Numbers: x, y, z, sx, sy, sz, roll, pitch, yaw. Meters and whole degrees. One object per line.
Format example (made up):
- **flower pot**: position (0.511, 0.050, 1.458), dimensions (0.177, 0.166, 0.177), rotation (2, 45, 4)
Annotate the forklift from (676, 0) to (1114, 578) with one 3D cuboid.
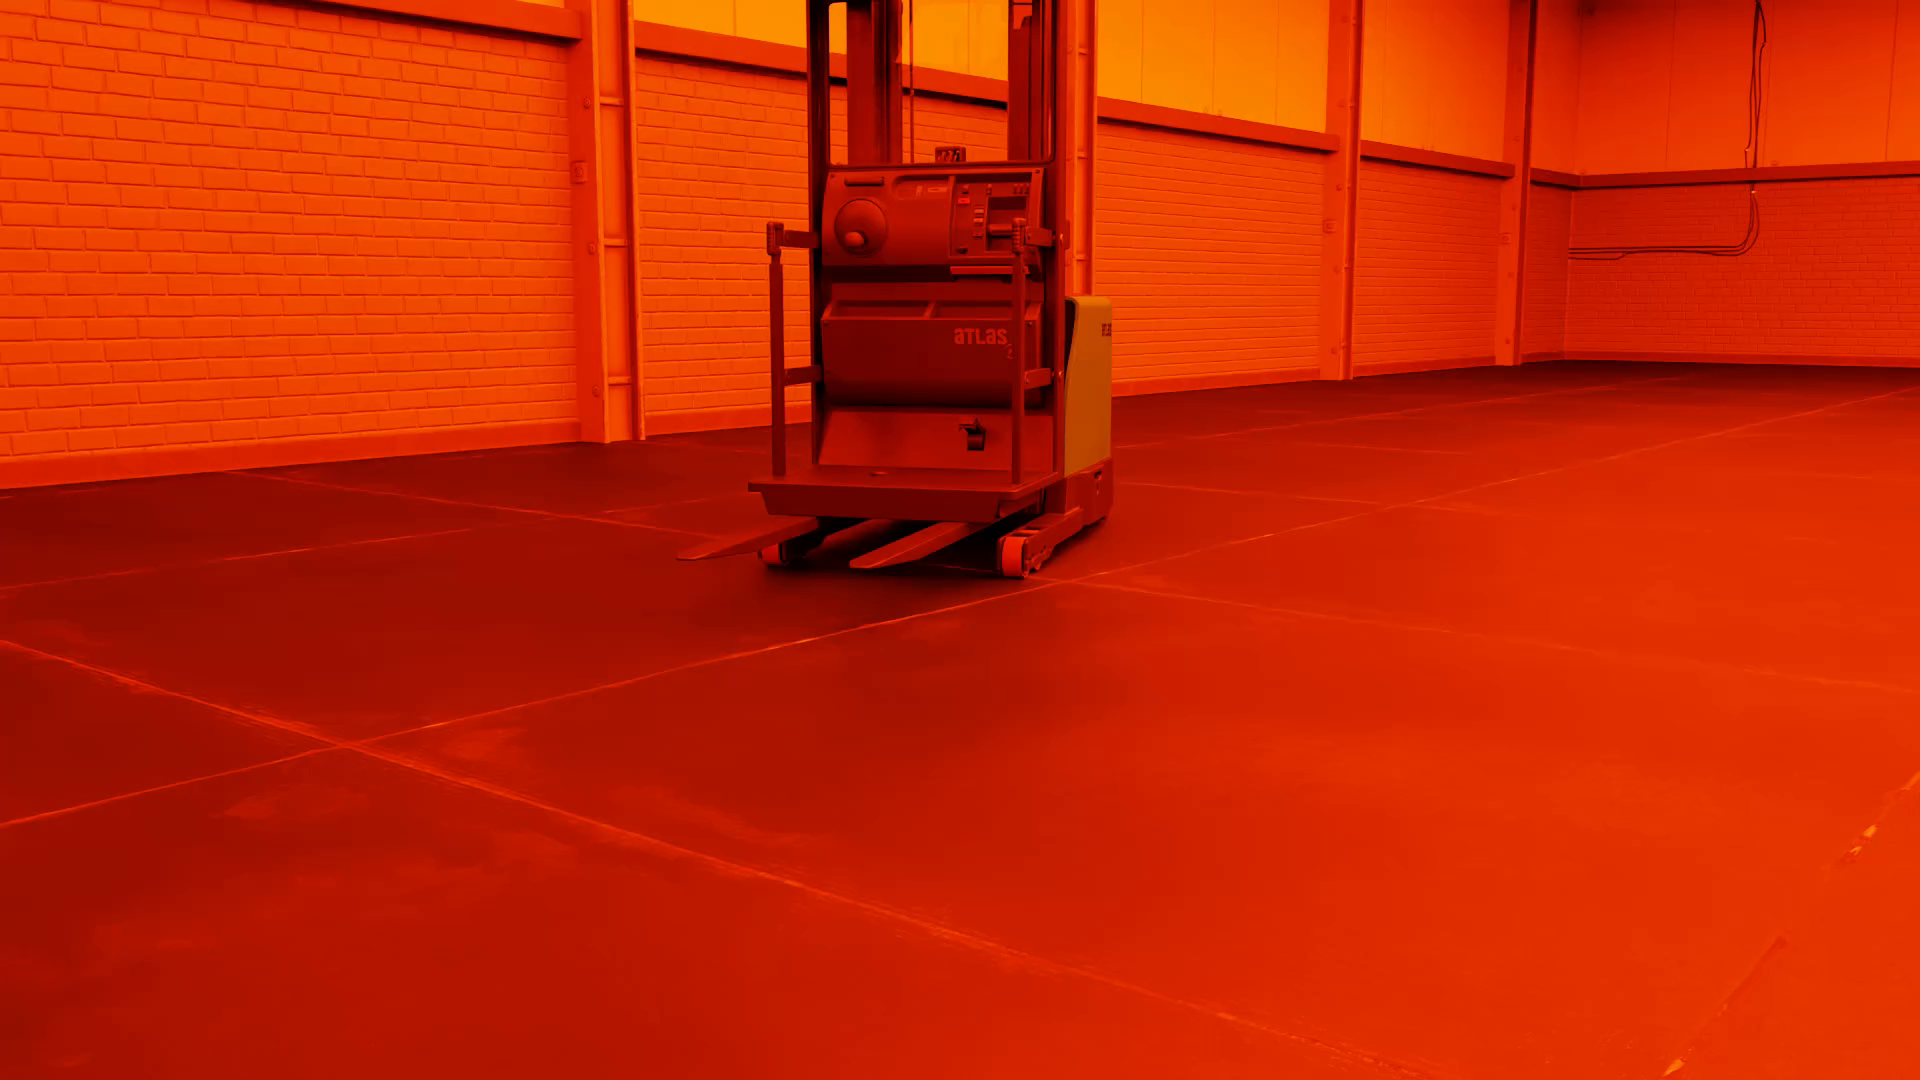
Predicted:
- **forklift**: position (-0.176, -1.366, 6.616), dimensions (1.130, 2.935, 3.031), rotation (3, 9, 17)
